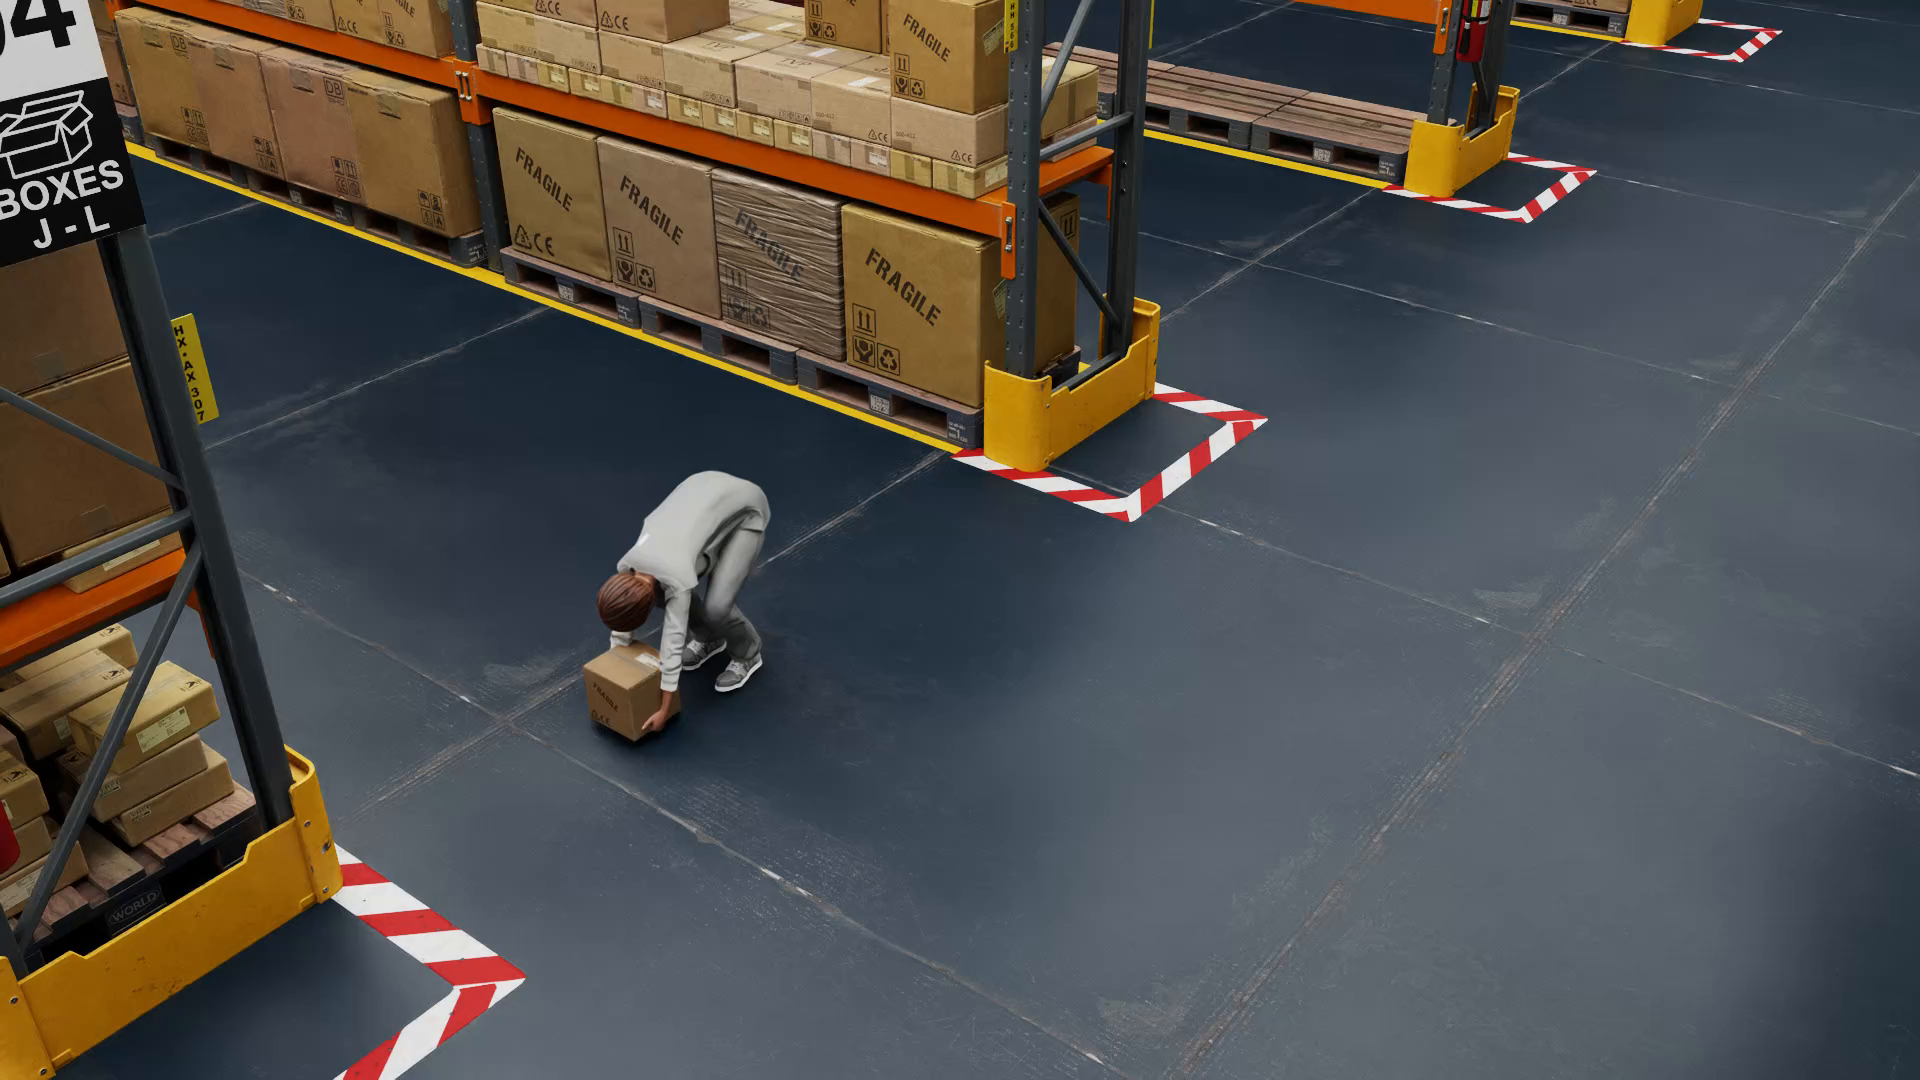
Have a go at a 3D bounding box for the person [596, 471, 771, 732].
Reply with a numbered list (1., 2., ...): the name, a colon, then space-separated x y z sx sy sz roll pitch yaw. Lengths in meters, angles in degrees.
1. person: -1.066 0.221 6.489 0.426 0.860 0.853 20 36 29
